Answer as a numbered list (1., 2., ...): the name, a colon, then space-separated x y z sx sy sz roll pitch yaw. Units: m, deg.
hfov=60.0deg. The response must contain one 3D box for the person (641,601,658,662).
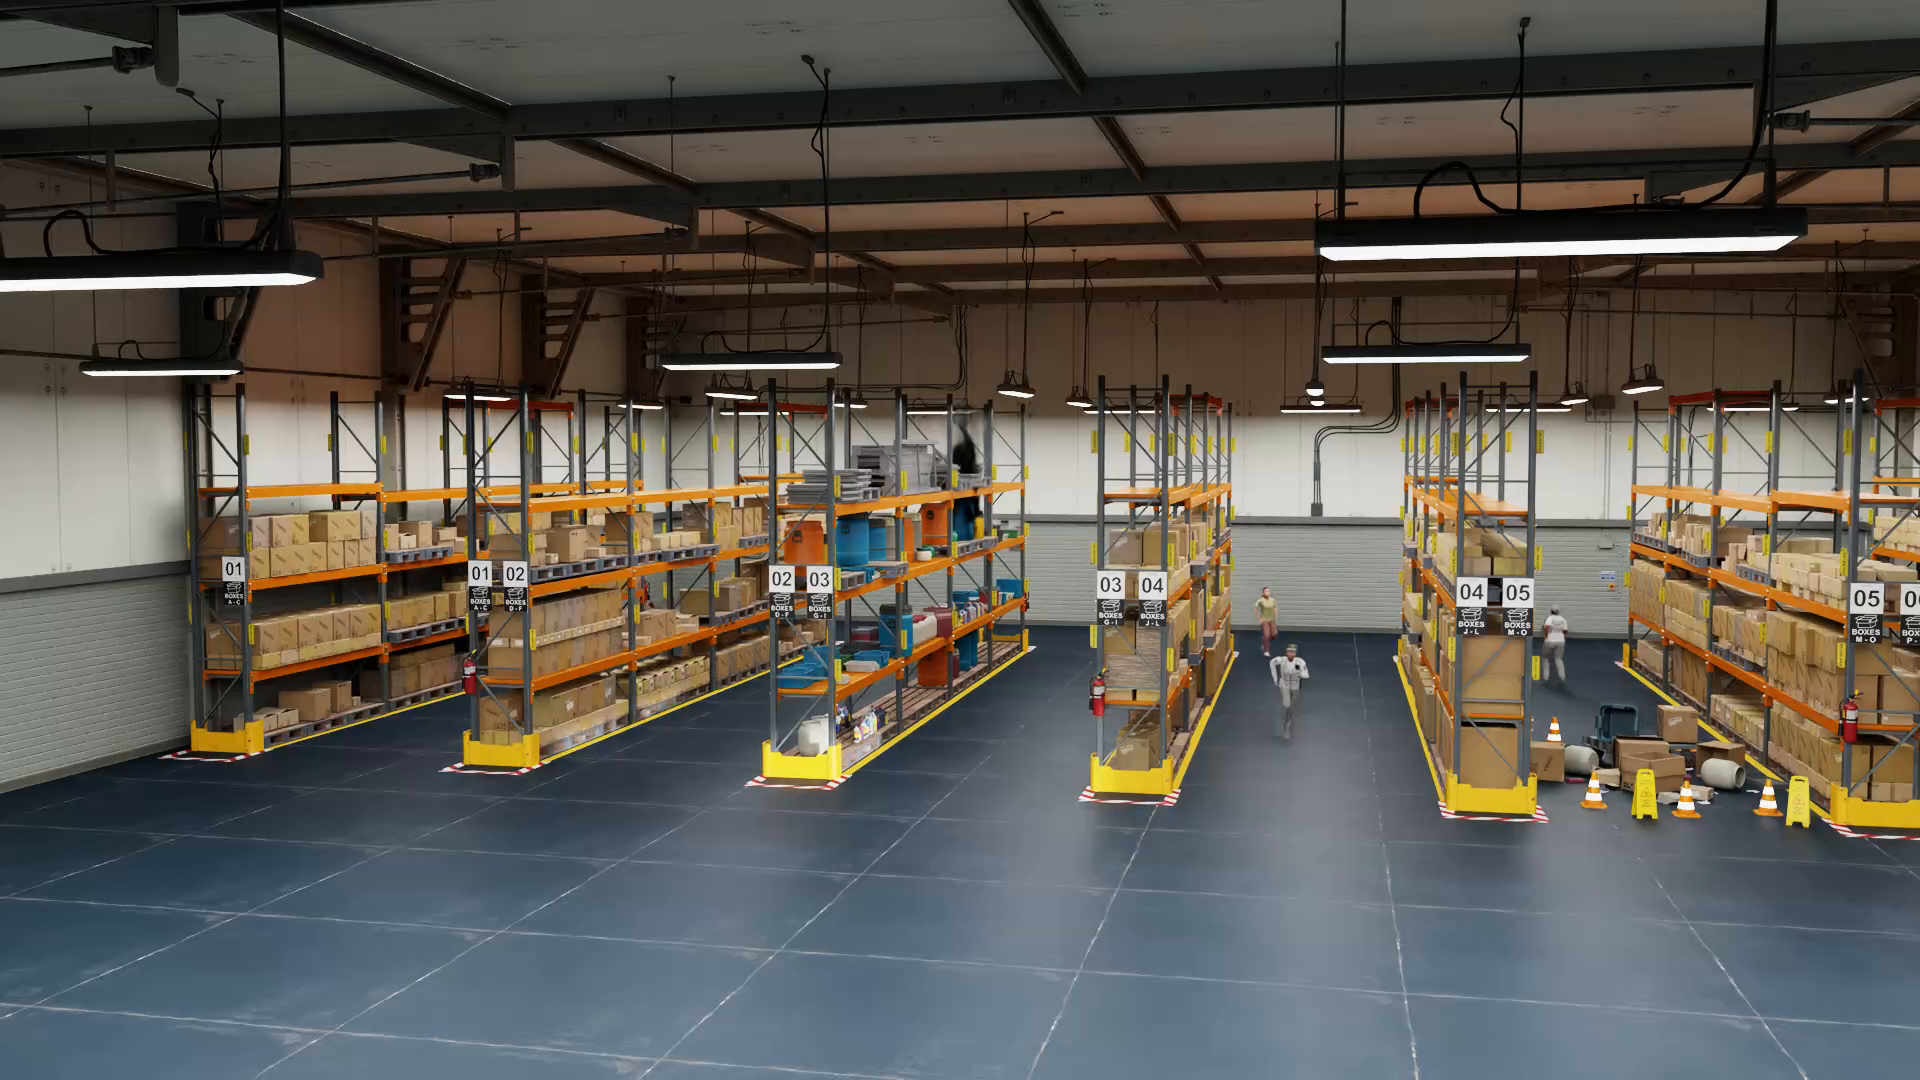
1. person: -6.760 2.134 36.120 0.509 1.648 0.728 0 3 7

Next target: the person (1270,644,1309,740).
1. person: 5.604 2.556 28.317 0.602 1.649 0.869 0 3 -1

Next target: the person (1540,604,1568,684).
1. person: 12.338 2.197 34.511 0.593 1.719 0.759 0 3 -2

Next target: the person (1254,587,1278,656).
1. person: 7.308 1.957 39.542 0.609 1.594 0.527 -1 3 -17
